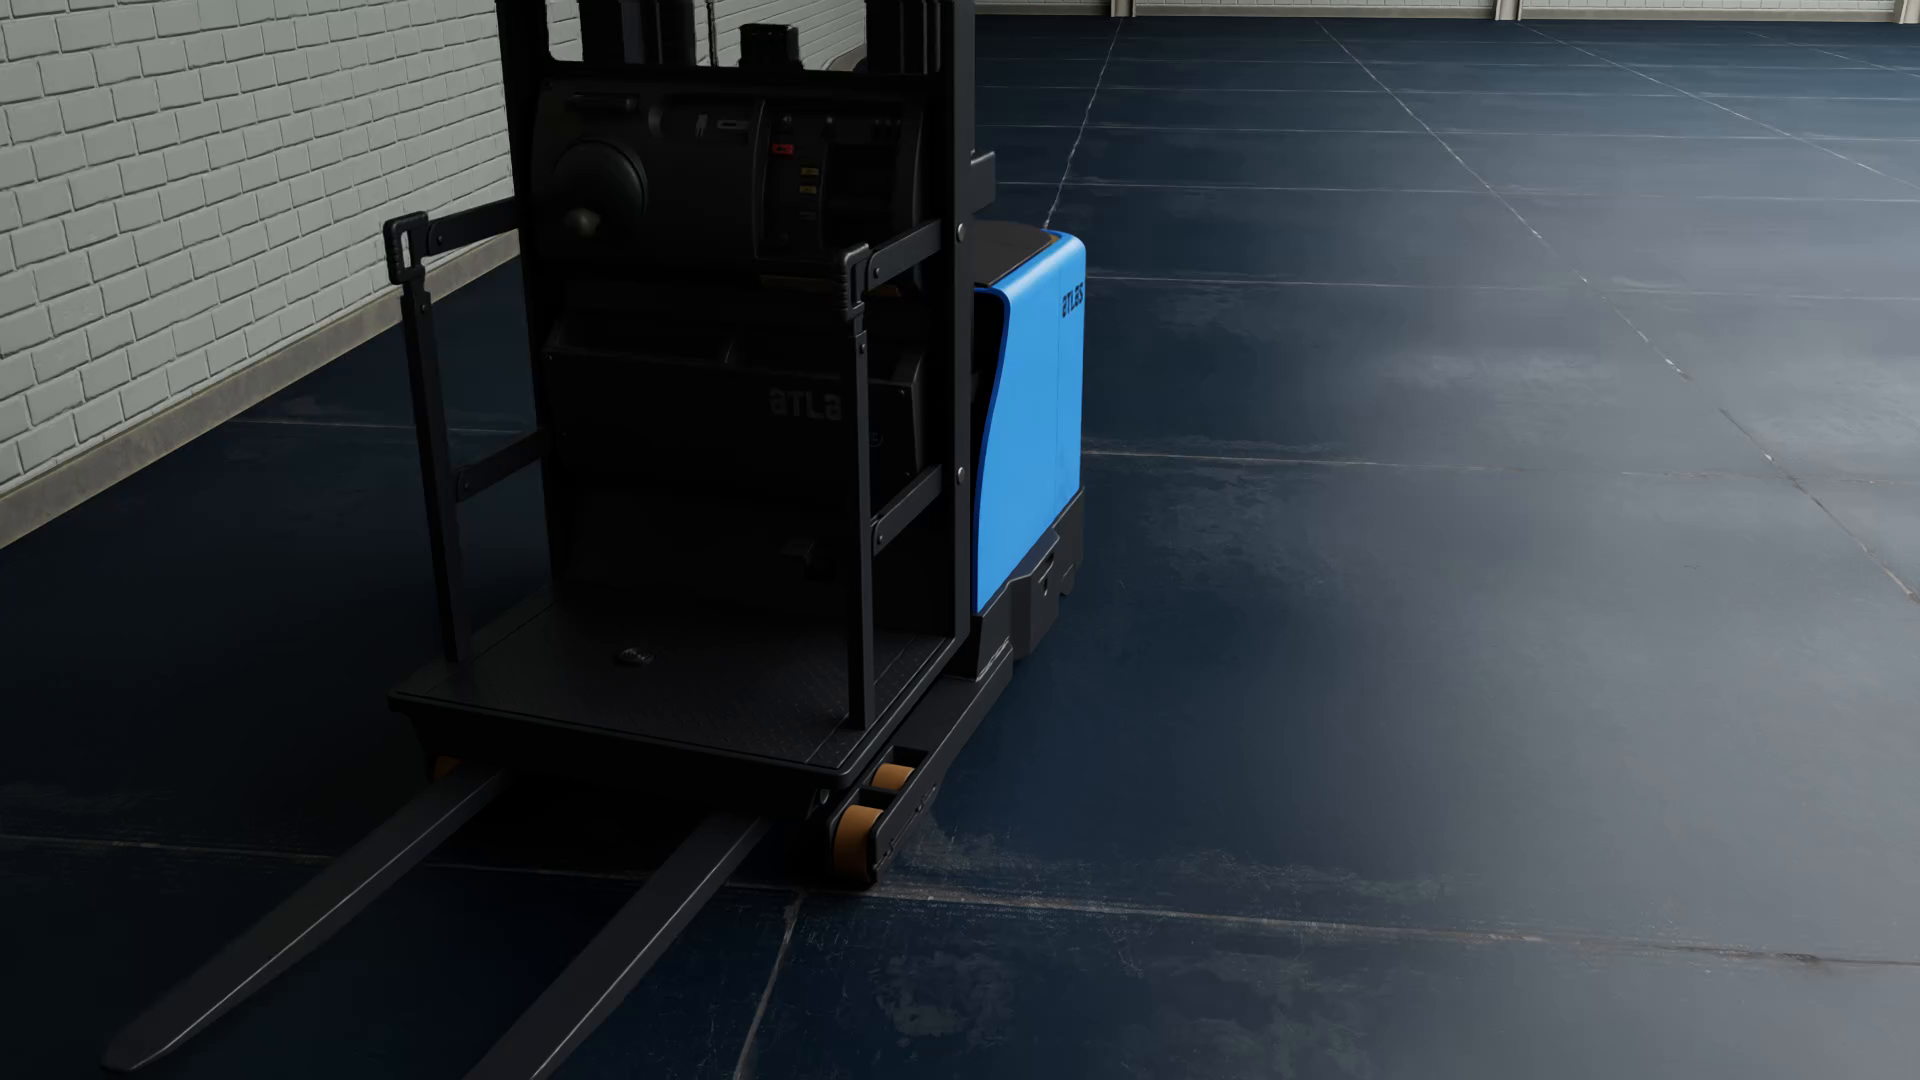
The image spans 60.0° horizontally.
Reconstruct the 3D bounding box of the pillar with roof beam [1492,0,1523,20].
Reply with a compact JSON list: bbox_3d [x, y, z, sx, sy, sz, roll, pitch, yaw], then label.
[{"bbox_3d":[8.083,-10.802,20.523,0.400,9.000,9.100,2,22,6],"label":"pillar with roof beam"}]

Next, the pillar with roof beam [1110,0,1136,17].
[{"bbox_3d":[2.124,-11.062,21.179,0.400,9.000,9.100,2,22,6],"label":"pillar with roof beam"}]

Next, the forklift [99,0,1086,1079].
[{"bbox_3d":[-0.587,-0.794,3.461,1.130,2.935,3.031,7,23,18],"label":"forklift"}]

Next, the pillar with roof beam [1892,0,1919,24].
[{"bbox_3d":[14.041,-10.542,19.866,0.400,9.000,9.100,2,22,6],"label":"pillar with roof beam"}]
